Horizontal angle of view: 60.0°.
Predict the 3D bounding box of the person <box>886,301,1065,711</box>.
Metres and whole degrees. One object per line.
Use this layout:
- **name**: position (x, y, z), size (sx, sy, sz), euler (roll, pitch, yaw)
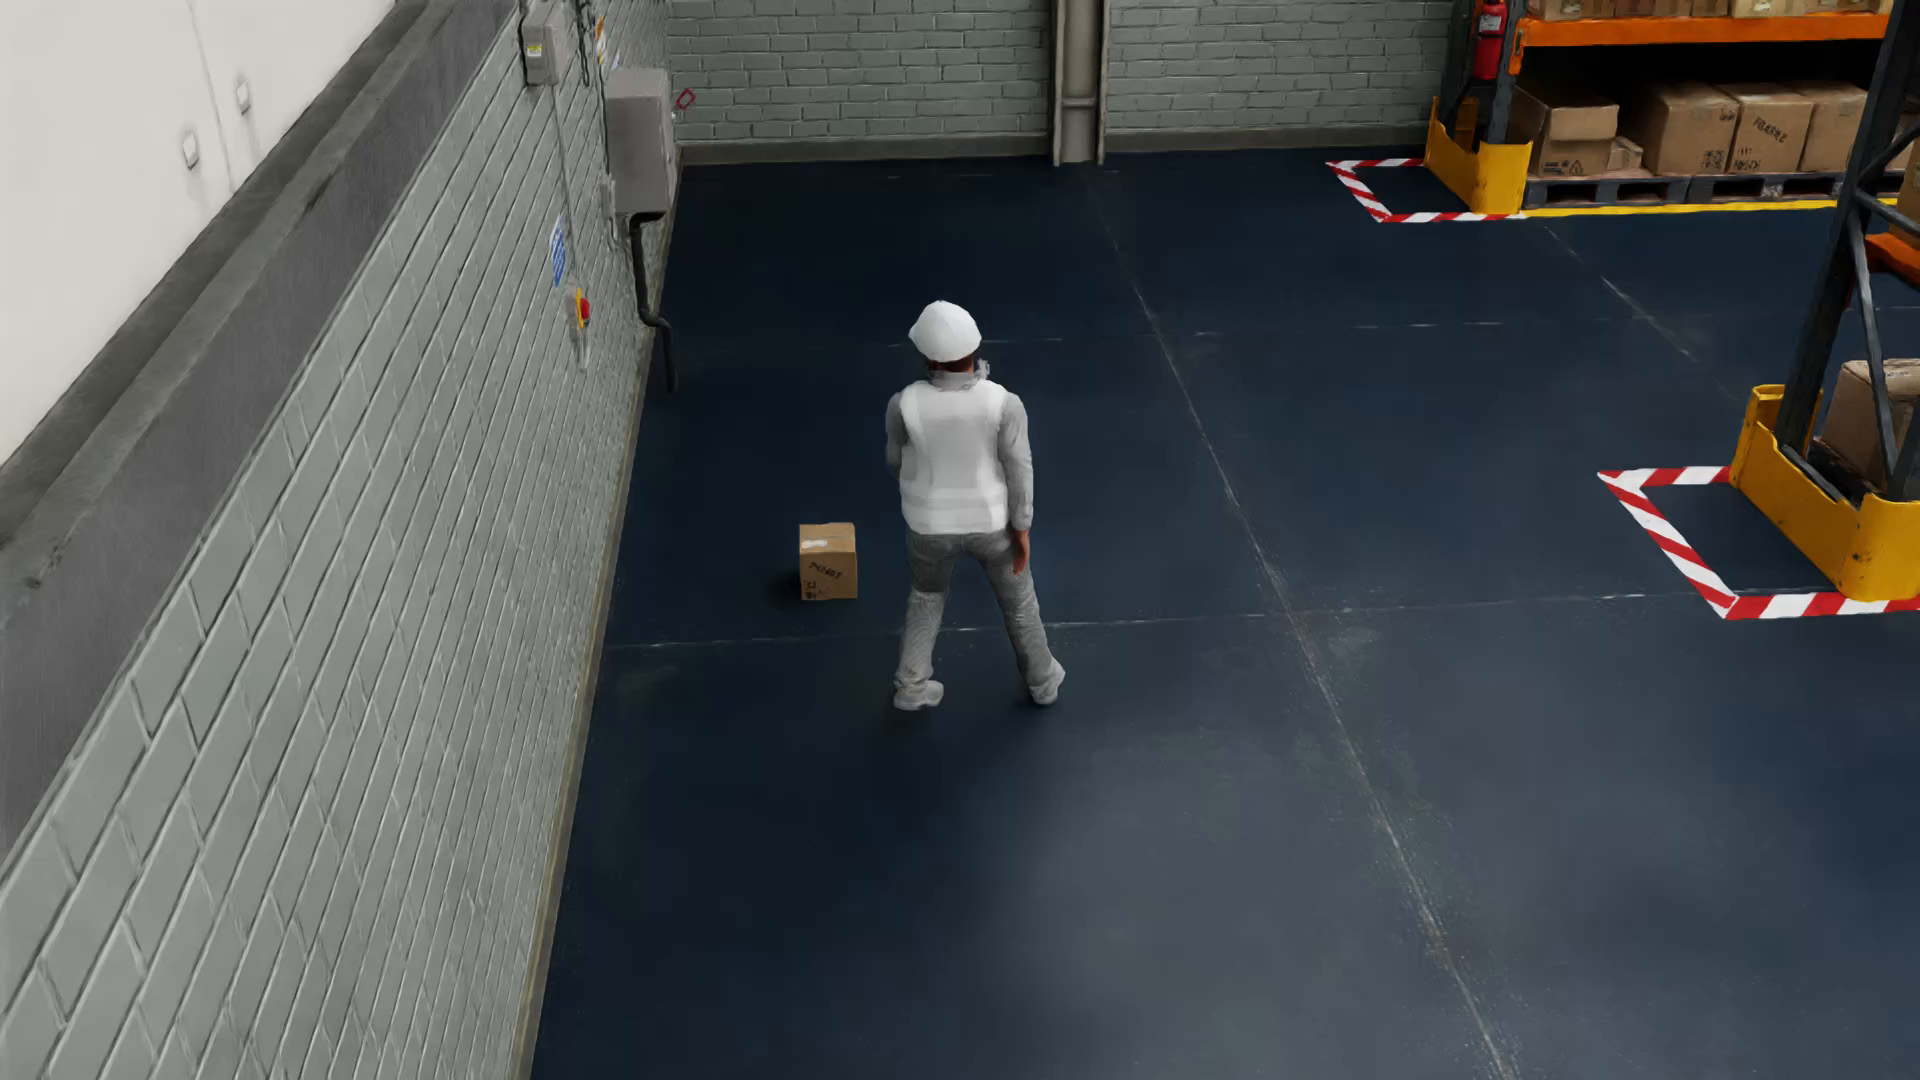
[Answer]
- **person**: position (0.082, -0.102, 6.307), size (0.714, 1.749, 0.582), euler (-1, 31, -1)
